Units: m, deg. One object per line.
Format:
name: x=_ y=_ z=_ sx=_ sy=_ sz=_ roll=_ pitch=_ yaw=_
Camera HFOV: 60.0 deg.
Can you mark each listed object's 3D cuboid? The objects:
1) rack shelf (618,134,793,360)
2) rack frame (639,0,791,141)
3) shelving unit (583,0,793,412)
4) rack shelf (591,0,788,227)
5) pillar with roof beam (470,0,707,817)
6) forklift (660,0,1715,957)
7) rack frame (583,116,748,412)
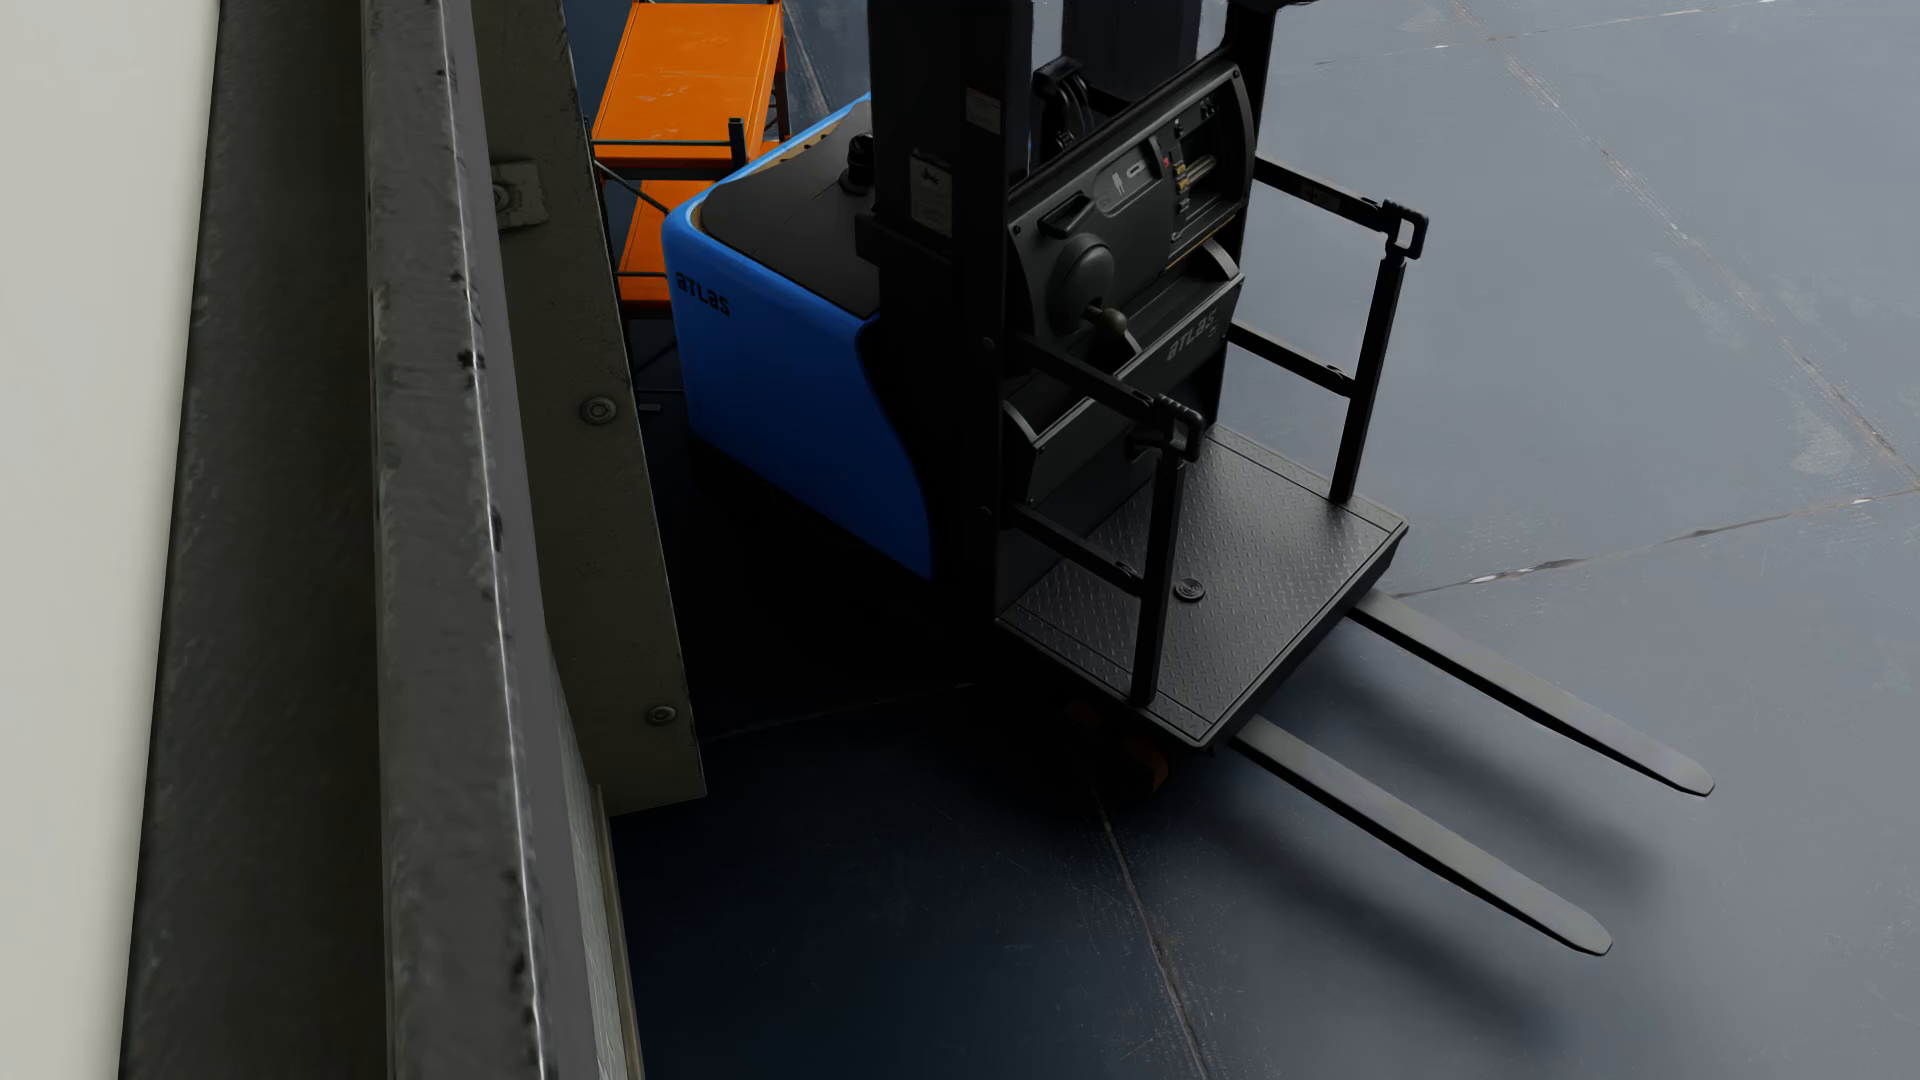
rack shelf: x=-0.878 y=-1.033 z=5.817 sx=0.538 sy=0.278 sz=1.000 roll=1 pitch=46 yaw=1
rack frame: x=-0.868 y=-1.567 z=5.998 sx=0.500 sy=1.125 sz=0.032 roll=1 pitch=46 yaw=1
shelving unit: x=-0.878 y=-1.204 z=5.643 sx=0.538 sy=1.125 sz=1.048 roll=1 pitch=46 yaw=1
rack shelf: x=-0.878 y=-1.409 z=5.434 sx=0.538 sy=0.278 sz=1.000 roll=1 pitch=46 yaw=1
pillar with roof beam: x=3.269 y=-3.344 z=2.226 sx=9.100 sy=9.000 sz=0.400 roll=-11 pitch=47 yaw=-10
forklift: x=0.594 y=-0.756 z=3.939 sx=3.031 sy=2.935 sz=1.130 roll=31 pitch=53 yaw=27
rack frame: x=-0.887 y=-0.841 z=5.287 sx=0.500 sy=1.125 sz=0.032 roll=1 pitch=46 yaw=1
